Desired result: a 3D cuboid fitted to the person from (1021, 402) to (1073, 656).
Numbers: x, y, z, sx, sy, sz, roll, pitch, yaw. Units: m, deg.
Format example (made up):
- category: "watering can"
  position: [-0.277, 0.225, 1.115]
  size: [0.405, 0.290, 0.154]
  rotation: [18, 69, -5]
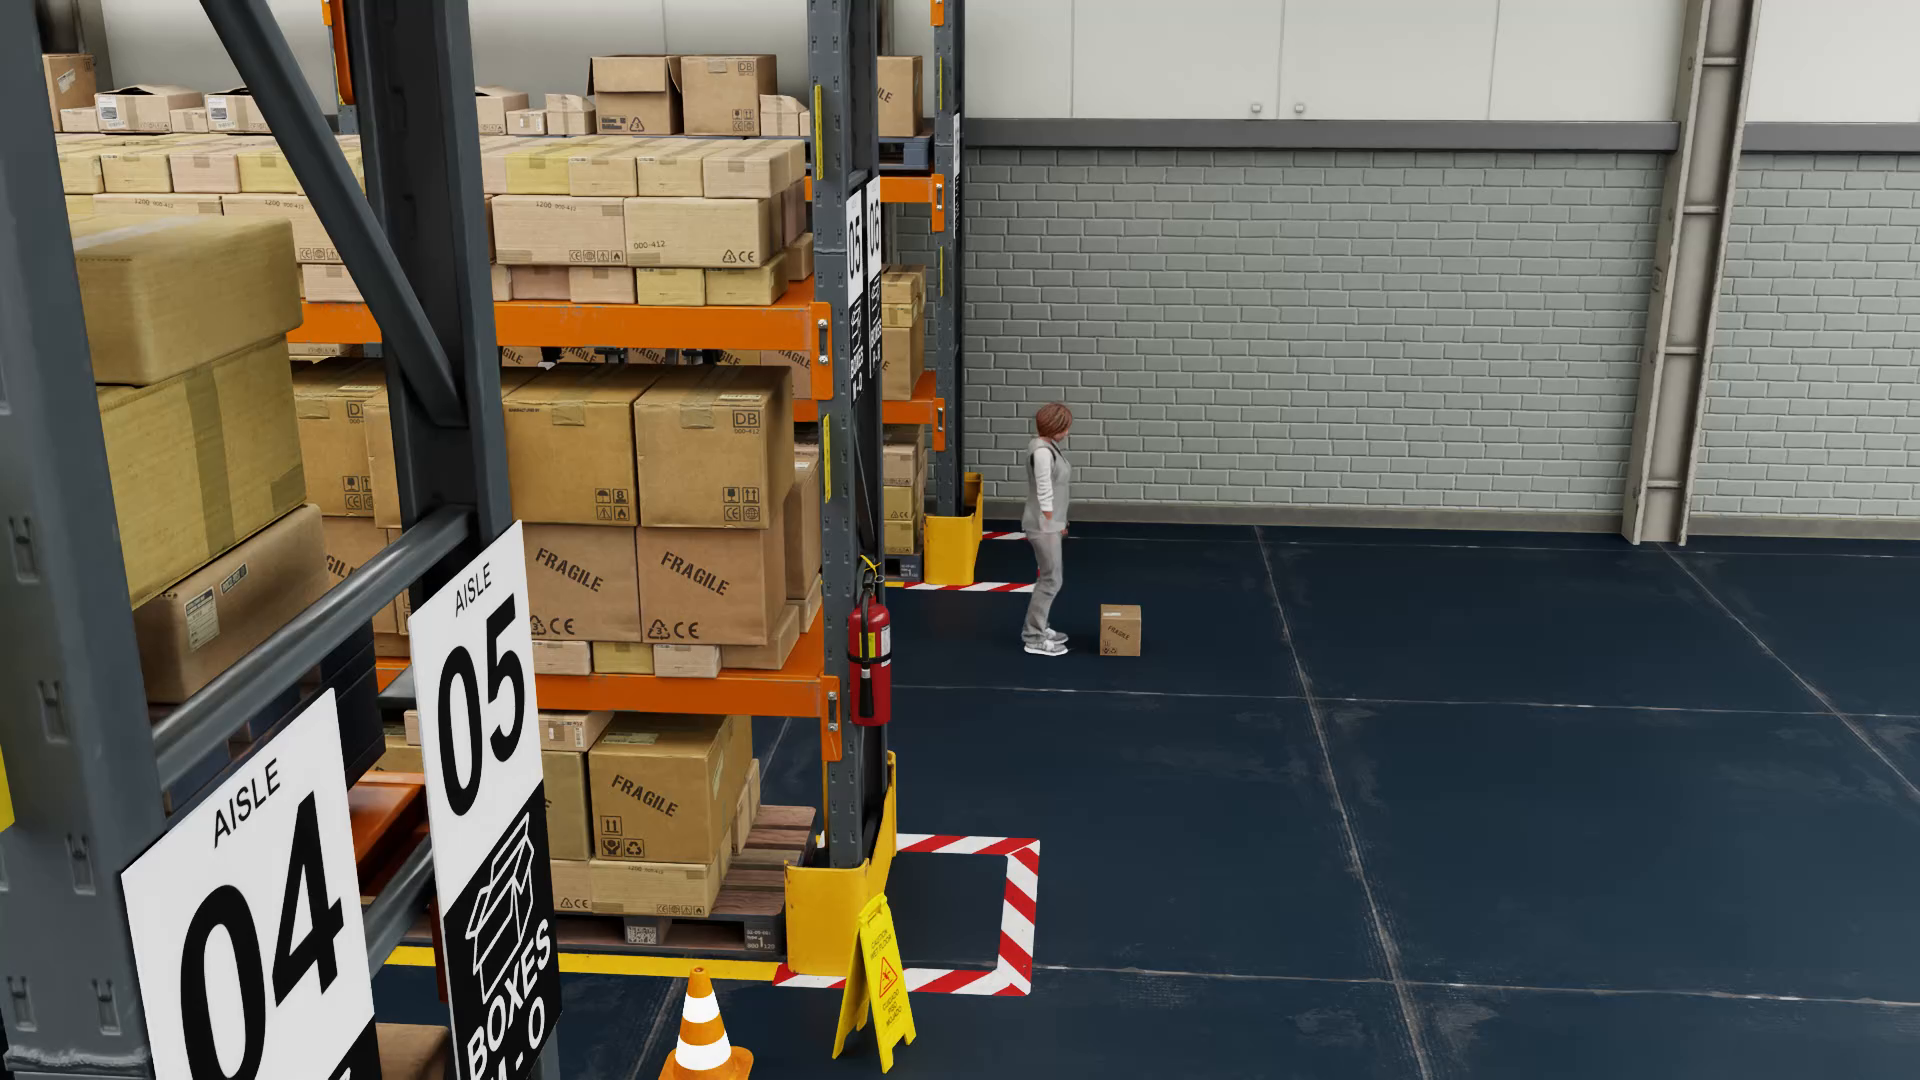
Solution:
- category: "person"
  position: [0.535, -0.071, 10.344]
  size: [0.308, 1.576, 0.410]
  rotation: [2, 18, 5]
